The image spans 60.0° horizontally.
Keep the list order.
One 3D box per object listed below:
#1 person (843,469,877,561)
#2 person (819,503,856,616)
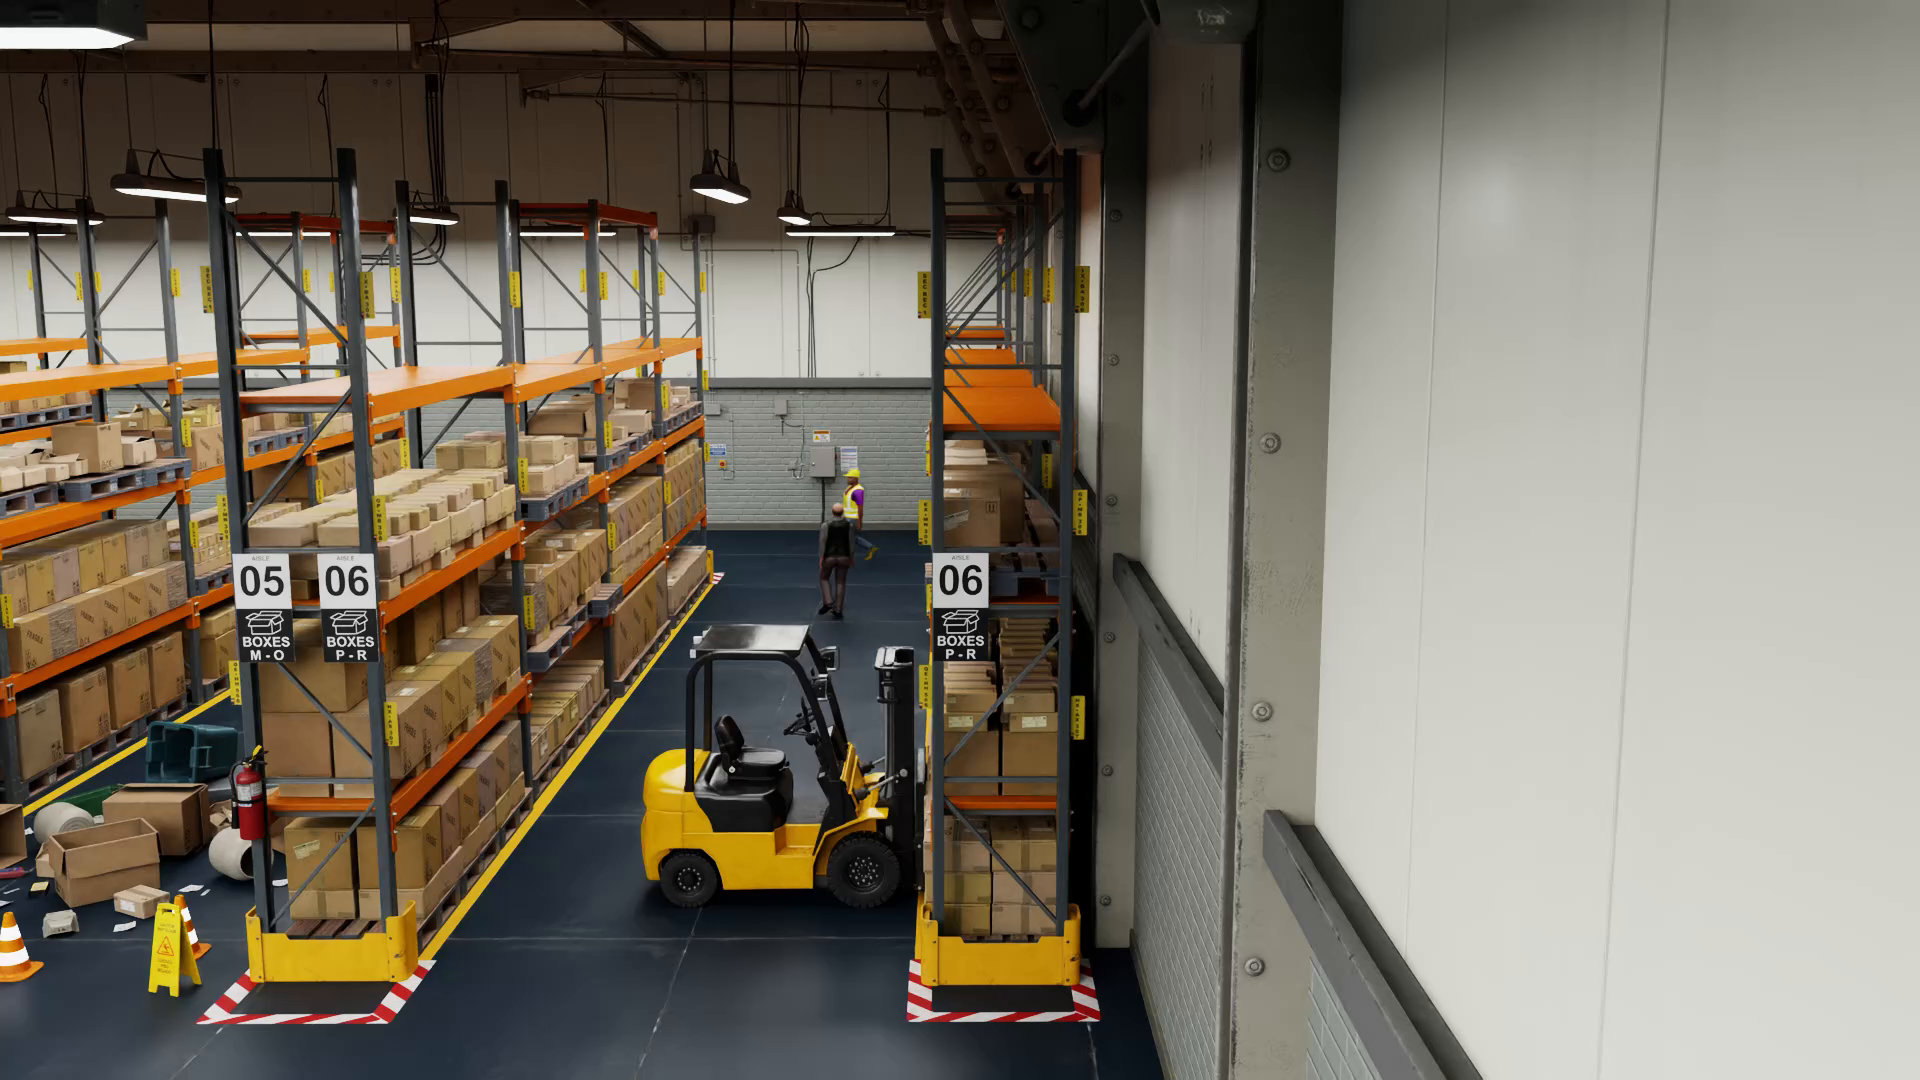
[{"bbox_3d":[-1.851,-0.398,29.453,0.849,1.750,0.614,-3,10,-20],"label":"person"},{"bbox_3d":[-1.871,0.283,25.225,0.569,1.716,0.448,-2,9,-13],"label":"person"}]
